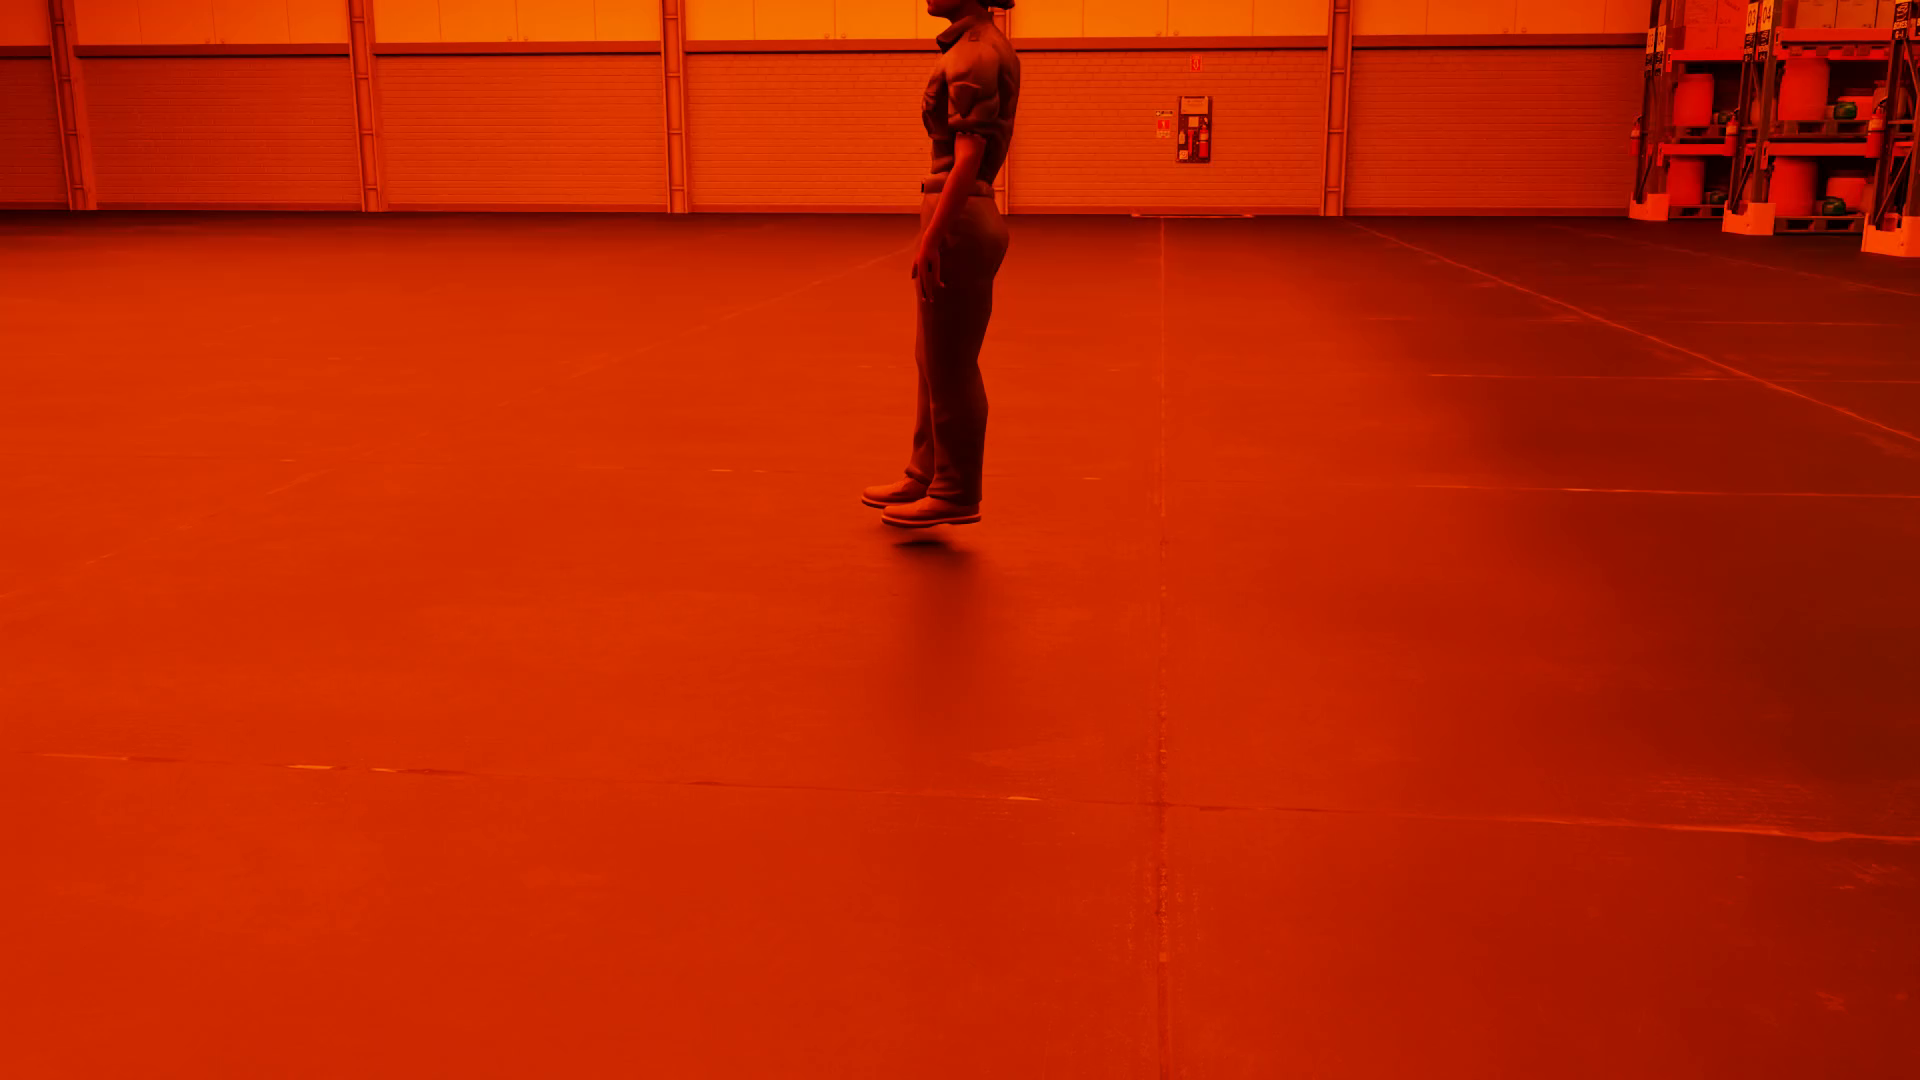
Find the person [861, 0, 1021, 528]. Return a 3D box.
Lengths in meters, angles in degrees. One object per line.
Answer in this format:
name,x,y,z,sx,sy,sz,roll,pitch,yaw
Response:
person,-0.084,-0.858,4.777,0.504,1.654,0.569,2,13,7
